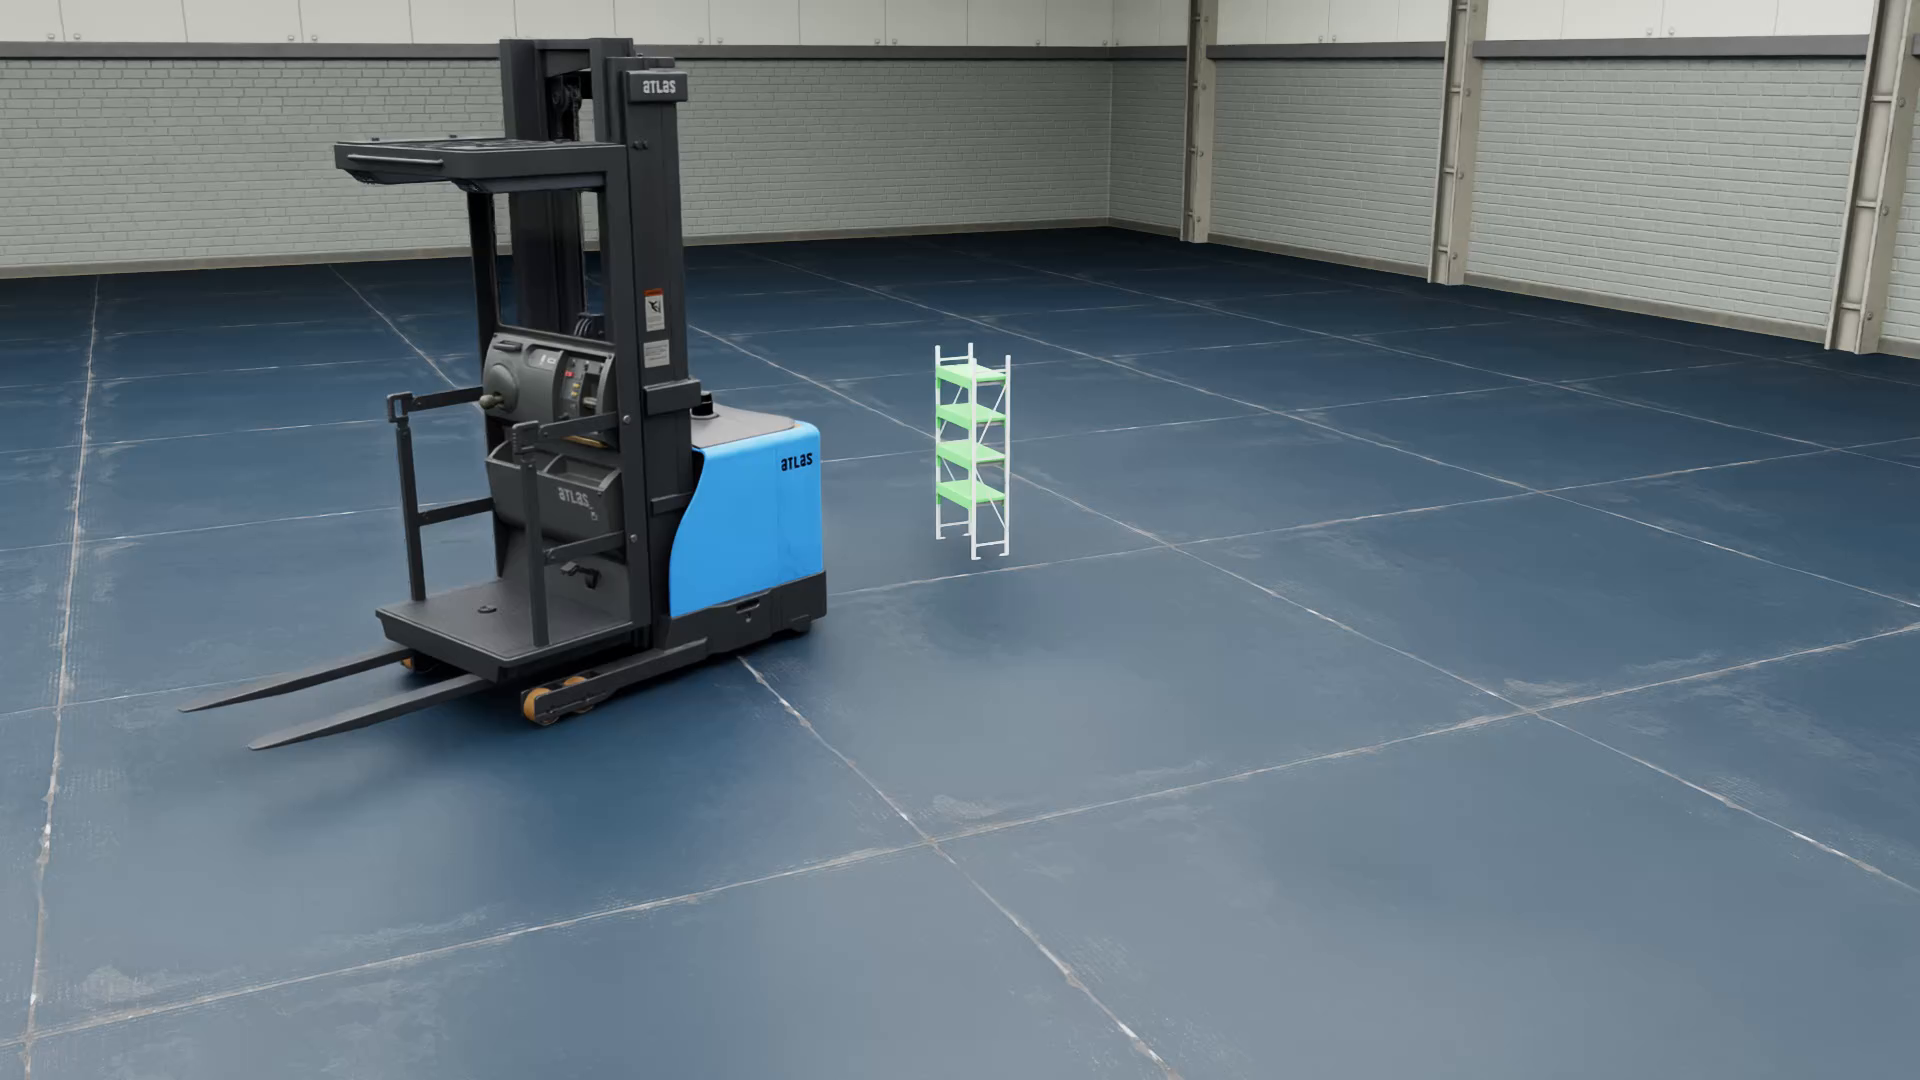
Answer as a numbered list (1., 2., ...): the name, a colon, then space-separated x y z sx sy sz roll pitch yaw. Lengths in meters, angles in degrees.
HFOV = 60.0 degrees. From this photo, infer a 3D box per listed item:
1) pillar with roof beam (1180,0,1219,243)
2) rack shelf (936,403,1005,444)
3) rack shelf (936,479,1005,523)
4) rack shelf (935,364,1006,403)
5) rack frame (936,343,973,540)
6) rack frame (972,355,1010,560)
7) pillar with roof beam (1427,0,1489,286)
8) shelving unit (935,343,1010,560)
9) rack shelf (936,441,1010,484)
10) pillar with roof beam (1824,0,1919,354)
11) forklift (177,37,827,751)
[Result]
1. pillar with roof beam: -0.010 -8.721 24.326 9.100 9.000 0.400 -8 18 -25
2. rack shelf: 0.073 -0.705 9.894 0.258 0.148 0.480 -8 18 -25
3. rack shelf: 0.073 -0.244 10.026 0.258 0.148 0.480 -8 18 -25
4. rack shelf: 0.072 -0.936 9.827 0.258 0.148 0.480 -8 18 -25
5. rack frame: -0.034 -0.596 10.153 0.240 1.200 0.015 -8 18 -25
6. rack frame: 0.179 -0.475 9.731 0.240 1.200 0.015 -8 18 -25
7. pillar with roof beam: 2.618 -7.233 19.141 9.100 9.000 0.400 -8 18 -25
8. shelving unit: 0.073 -0.536 9.942 0.258 1.200 0.503 -8 18 -25
9. rack shelf: 0.073 -0.474 9.960 0.258 0.148 0.480 -8 18 -25
10. pillar with roof beam: 5.247 -5.745 13.957 9.100 9.000 0.400 -8 18 -25
11. forklift: -2.041 -0.742 7.523 1.130 2.935 3.031 14 21 39
